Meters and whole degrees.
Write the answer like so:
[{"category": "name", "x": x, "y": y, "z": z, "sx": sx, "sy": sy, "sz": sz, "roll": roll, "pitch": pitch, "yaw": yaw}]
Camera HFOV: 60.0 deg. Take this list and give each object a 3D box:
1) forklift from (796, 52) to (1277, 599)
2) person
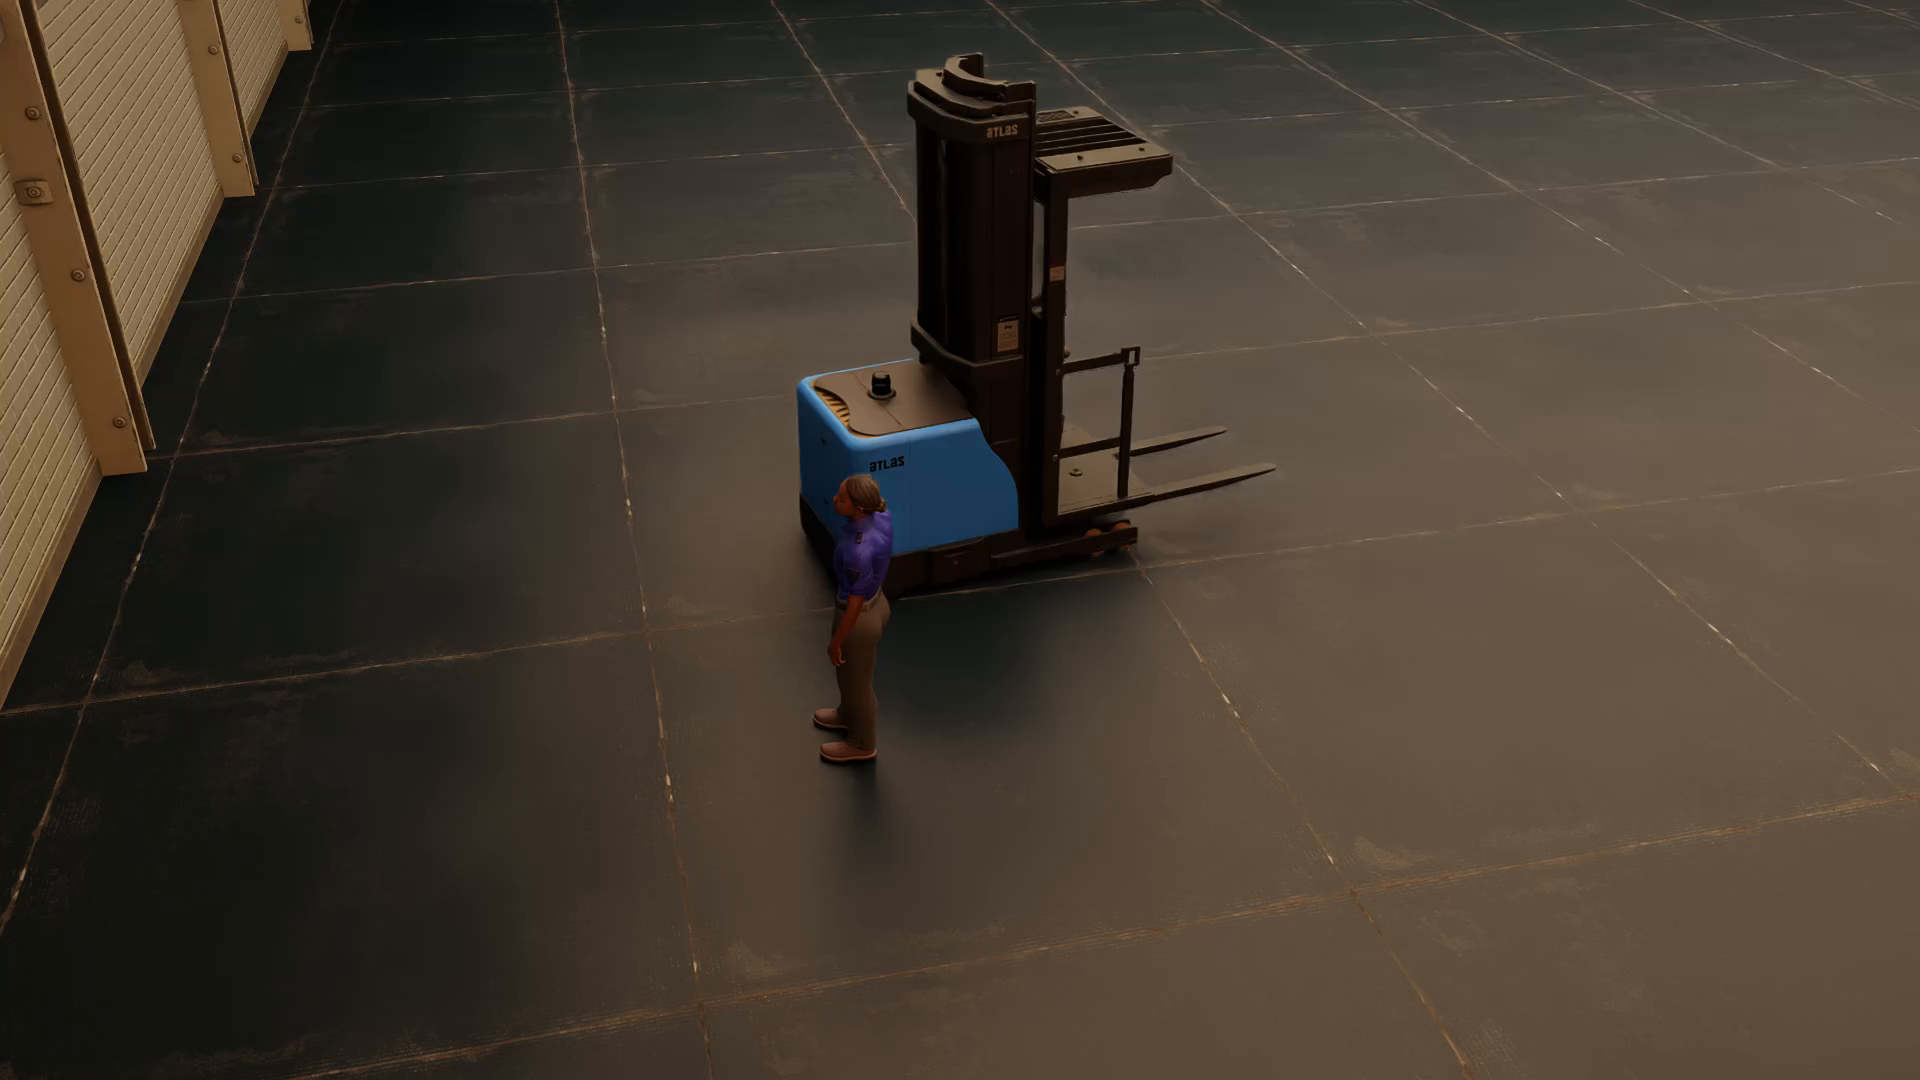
[{"category": "forklift", "x": 0.557, "y": -1.397, "z": 9.988, "sx": 3.031, "sy": 2.935, "sz": 1.130, "roll": -12, "pitch": 32, "yaw": -20}, {"category": "person", "x": -0.577, "y": 0.379, "z": 8.191, "sx": 0.505, "sy": 1.642, "sz": 0.567, "roll": 6, "pitch": 31, "yaw": 11}]
